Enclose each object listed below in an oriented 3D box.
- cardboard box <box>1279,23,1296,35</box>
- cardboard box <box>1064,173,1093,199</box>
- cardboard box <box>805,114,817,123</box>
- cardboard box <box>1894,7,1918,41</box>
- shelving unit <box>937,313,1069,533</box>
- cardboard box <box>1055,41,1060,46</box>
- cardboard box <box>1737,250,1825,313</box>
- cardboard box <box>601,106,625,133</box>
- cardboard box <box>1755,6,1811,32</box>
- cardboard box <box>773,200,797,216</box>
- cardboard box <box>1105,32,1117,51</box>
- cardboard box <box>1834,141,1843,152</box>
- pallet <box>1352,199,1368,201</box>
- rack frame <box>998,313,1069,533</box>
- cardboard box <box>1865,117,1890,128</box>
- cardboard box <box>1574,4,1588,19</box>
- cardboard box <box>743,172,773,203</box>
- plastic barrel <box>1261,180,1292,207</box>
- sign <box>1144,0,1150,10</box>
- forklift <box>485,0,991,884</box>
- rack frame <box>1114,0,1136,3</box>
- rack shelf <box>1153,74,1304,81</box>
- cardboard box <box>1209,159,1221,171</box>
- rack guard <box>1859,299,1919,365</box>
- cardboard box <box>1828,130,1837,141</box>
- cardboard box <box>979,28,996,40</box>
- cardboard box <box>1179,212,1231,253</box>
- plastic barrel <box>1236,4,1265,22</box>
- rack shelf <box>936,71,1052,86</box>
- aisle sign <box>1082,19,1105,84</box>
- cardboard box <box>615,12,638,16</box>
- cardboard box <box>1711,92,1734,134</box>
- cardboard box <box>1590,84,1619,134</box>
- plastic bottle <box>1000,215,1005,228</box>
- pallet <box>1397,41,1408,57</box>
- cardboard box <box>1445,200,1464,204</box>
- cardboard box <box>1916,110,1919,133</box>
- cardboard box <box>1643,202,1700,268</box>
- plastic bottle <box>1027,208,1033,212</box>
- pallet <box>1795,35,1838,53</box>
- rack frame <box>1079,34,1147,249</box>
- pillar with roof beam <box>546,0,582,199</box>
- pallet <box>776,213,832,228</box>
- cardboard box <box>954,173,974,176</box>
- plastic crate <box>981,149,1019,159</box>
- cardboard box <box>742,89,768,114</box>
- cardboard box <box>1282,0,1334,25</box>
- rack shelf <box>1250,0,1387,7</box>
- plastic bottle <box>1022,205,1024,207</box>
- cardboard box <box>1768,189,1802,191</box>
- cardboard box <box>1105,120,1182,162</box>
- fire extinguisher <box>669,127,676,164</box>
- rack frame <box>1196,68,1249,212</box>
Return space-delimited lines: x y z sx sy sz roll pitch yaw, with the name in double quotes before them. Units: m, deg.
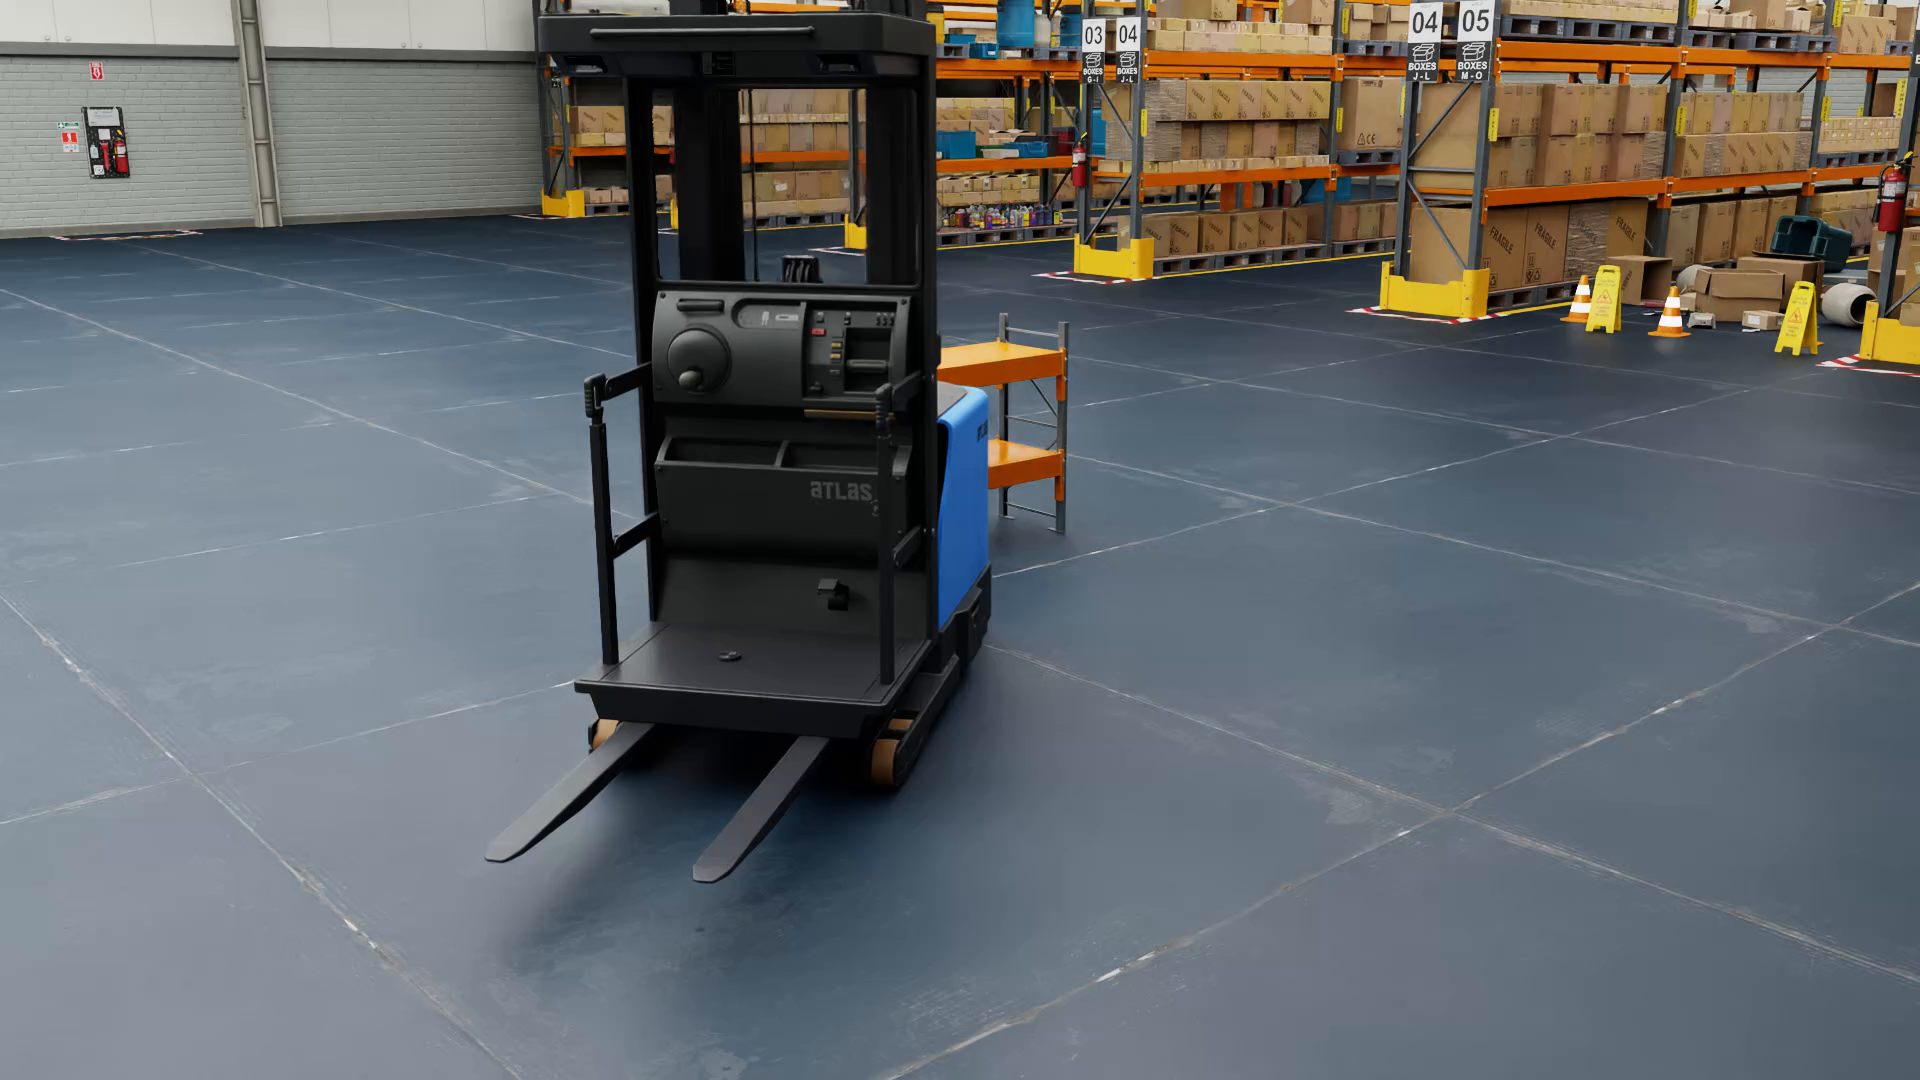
"cardboard box" 4.317 -6.899 22.473 0.250 0.149 0.380 -13 20 -41
"cardboard box" 2.397 -7.303 34.269 0.500 0.500 0.500 -14 20 -41
"cardboard box" -2.764 -7.523 29.650 0.250 0.149 0.380 -12 19 -38
"cardboard box" 13.814 -7.610 24.608 0.500 0.500 0.700 -13 19 -39
"shelving unit" 0.005 -0.545 8.609 1.048 1.125 0.538 -13 19 -39
"cardboard box" 1.782 -9.765 33.488 0.500 0.500 0.910 -13 19 -39
"cardboard box" 8.809 -2.783 17.931 0.503 0.637 0.797 -13 19 -39
"cardboard box" -6.878 -8.199 32.431 0.500 0.500 0.500 -13 19 -39
"cardboard box" 10.563 -6.697 21.361 0.500 0.311 0.500 -13 19 -39
"cardboard box" -3.257 -5.924 29.628 0.500 0.250 0.500 -13 19 -39
"cardboard box" 2.137 -6.410 21.414 0.500 0.250 0.500 -12 19 -38
"cardboard box" 12.031 -5.484 23.142 0.250 0.149 0.380 -11 19 -37
"pallet" 8.271 -6.684 33.366 1.213 0.211 1.003 -13 19 -39
"rack frame" 0.389 -0.631 8.932 0.032 1.125 0.500 -13 19 -39
"cardboard box" 13.214 -6.041 24.073 0.250 0.149 0.380 -13 20 -41
"cardboard box" 6.541 -5.708 17.974 0.250 0.149 0.380 -13 20 -40
"cardboard box" -3.633 -6.201 29.214 0.500 0.500 0.500 -13 19 -39
"plastic barrel" 5.934 -6.537 31.270 0.708 0.588 0.600 -13 19 -39
"sign" 2.297 -6.668 20.396 0.005 0.325 0.100 -13 19 -39
"forklift" -0.673 -0.684 5.633 1.130 2.935 3.031 3 15 12
"rack frame" 4.256 -13.404 41.494 0.127 3.000 1.000 -13 19 -39
"rack shelf" 6.002 -10.305 37.098 4.000 0.370 1.077 -13 19 -39
"cardboard box" 3.250 -4.996 22.128 0.250 0.149 0.380 -13 19 -39
"rack guard" 8.503 -1.778 14.439 0.348 0.500 1.175 -13 19 -39
"cardboard box" 11.855 -5.589 22.959 0.250 0.149 0.380 -11 19 -37
"cardboard box" 0.488 -11.777 38.716 0.500 0.250 0.500 -11 18 -35
"cardboard box" 3.335 -4.210 22.730 0.500 0.500 0.500 -10 18 -34
"plastic barrel" 5.154 -9.177 29.836 0.708 0.830 0.600 -13 19 -39
"rack shelf" -0.034 -8.950 32.024 4.000 0.370 1.077 -13 19 -39
"aisle sign" 1.697 -6.206 21.135 0.004 0.787 0.394 -13 19 -39
"cardboard box" -6.573 -9.968 32.271 0.500 0.500 0.500 -12 19 -38
"cardboard box" 9.276 -5.387 20.974 0.500 0.500 0.700 -12 19 -39
"cardboard box" 7.000 -4.955 19.105 0.550 0.550 0.875 -13 19 -39
"plastic bottle" 0.670 -5.066 26.472 0.097 0.201 0.097 0 15 0
"pallet" 6.274 -7.199 24.439 1.003 0.211 1.213 -13 19 -39
"cardboard box" 7.483 -5.145 26.191 0.500 0.500 0.700 -14 20 -42
"cardboard box" 8.688 -3.777 14.371 0.500 0.500 0.700 -13 20 -41
"cardboard box" 8.547 -3.836 20.844 0.750 0.750 1.050 -13 20 -40
"plastic bottle" 1.149 -5.268 27.084 0.135 0.276 0.152 -13 19 -39
"pallet" 10.704 -6.513 21.876 1.003 0.211 1.213 -12 19 -37
"rack frame" 1.940 -4.902 21.291 0.127 3.000 1.000 -13 19 -39
"pillar with roof beam" -5.028 -10.143 29.284 0.400 9.000 9.100 -13 19 -39
"pallet" -3.090 -5.828 30.158 1.213 0.211 1.003 -13 19 -39
"cardboard box" 0.110 -7.124 33.036 0.500 0.311 0.500 -13 20 -41
"plastic crate" 0.648 -6.093 26.257 0.437 0.136 0.530 -13 19 -39
"cardboard box" -3.766 -7.682 28.991 0.500 0.500 0.700 -13 20 -41
"cardboard box" 4.786 -7.337 22.854 0.500 0.500 0.500 -13 20 -41
"rack shelf" 6.233 -9.918 30.613 4.000 0.370 1.077 -13 19 -39
"plastic bottle" 1.023 -5.395 27.547 0.133 0.283 0.061 -13 19 -39
"cardboard box" 11.873 -4.887 23.810 0.500 0.250 0.500 -12 19 -39
"cardboard box" 2.373 -5.182 21.568 0.500 0.500 0.875 -13 19 -39
"fire extinguisher" -4.954 -6.865 28.787 0.183 0.674 0.296 -13 19 -39
"rack frame" 4.724 -7.222 29.974 0.127 3.000 1.000 -13 19 -39
